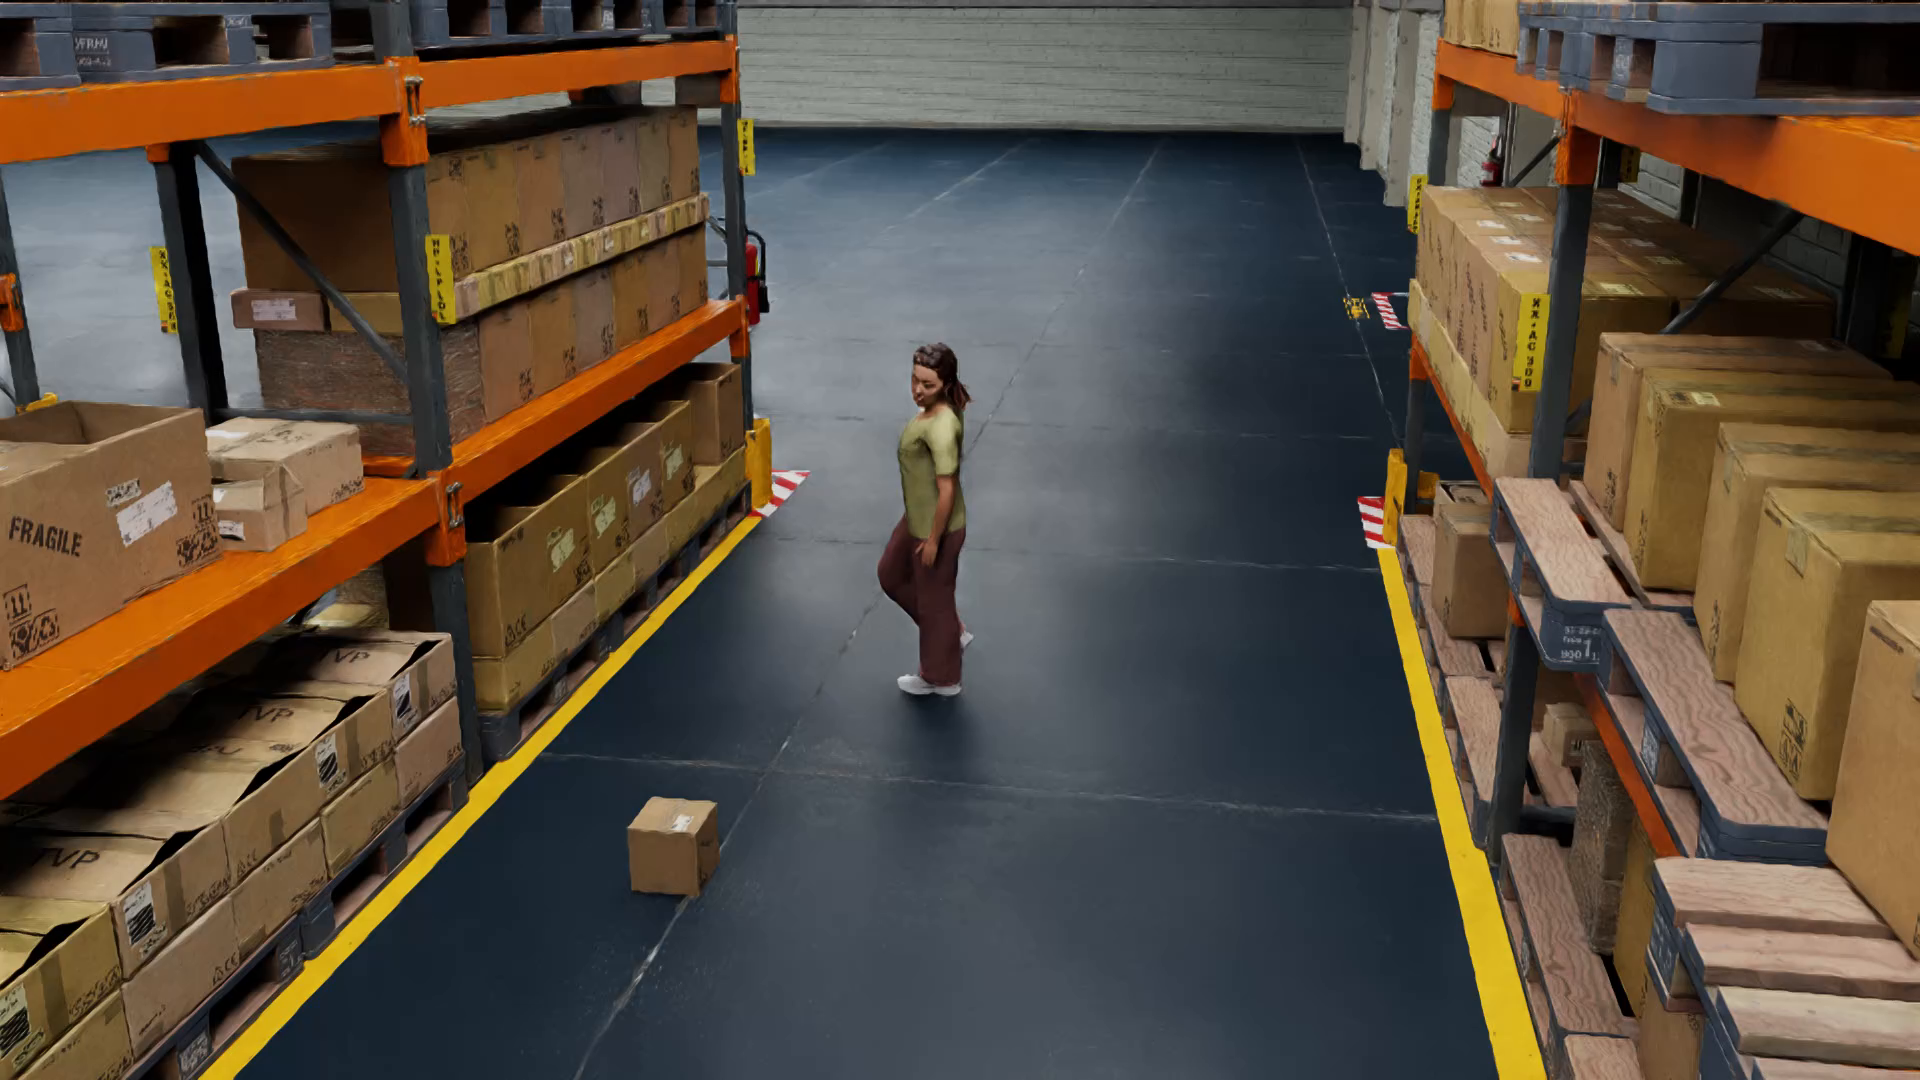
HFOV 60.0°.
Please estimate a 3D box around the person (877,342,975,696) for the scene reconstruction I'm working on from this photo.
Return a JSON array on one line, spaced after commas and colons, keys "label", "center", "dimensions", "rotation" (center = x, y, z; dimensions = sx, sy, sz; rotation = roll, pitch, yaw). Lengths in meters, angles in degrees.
[{"label": "person", "center": [-0.155, -0.066, 7.231], "dimensions": [0.437, 1.662, 0.655], "rotation": [0, 18, 1]}]
